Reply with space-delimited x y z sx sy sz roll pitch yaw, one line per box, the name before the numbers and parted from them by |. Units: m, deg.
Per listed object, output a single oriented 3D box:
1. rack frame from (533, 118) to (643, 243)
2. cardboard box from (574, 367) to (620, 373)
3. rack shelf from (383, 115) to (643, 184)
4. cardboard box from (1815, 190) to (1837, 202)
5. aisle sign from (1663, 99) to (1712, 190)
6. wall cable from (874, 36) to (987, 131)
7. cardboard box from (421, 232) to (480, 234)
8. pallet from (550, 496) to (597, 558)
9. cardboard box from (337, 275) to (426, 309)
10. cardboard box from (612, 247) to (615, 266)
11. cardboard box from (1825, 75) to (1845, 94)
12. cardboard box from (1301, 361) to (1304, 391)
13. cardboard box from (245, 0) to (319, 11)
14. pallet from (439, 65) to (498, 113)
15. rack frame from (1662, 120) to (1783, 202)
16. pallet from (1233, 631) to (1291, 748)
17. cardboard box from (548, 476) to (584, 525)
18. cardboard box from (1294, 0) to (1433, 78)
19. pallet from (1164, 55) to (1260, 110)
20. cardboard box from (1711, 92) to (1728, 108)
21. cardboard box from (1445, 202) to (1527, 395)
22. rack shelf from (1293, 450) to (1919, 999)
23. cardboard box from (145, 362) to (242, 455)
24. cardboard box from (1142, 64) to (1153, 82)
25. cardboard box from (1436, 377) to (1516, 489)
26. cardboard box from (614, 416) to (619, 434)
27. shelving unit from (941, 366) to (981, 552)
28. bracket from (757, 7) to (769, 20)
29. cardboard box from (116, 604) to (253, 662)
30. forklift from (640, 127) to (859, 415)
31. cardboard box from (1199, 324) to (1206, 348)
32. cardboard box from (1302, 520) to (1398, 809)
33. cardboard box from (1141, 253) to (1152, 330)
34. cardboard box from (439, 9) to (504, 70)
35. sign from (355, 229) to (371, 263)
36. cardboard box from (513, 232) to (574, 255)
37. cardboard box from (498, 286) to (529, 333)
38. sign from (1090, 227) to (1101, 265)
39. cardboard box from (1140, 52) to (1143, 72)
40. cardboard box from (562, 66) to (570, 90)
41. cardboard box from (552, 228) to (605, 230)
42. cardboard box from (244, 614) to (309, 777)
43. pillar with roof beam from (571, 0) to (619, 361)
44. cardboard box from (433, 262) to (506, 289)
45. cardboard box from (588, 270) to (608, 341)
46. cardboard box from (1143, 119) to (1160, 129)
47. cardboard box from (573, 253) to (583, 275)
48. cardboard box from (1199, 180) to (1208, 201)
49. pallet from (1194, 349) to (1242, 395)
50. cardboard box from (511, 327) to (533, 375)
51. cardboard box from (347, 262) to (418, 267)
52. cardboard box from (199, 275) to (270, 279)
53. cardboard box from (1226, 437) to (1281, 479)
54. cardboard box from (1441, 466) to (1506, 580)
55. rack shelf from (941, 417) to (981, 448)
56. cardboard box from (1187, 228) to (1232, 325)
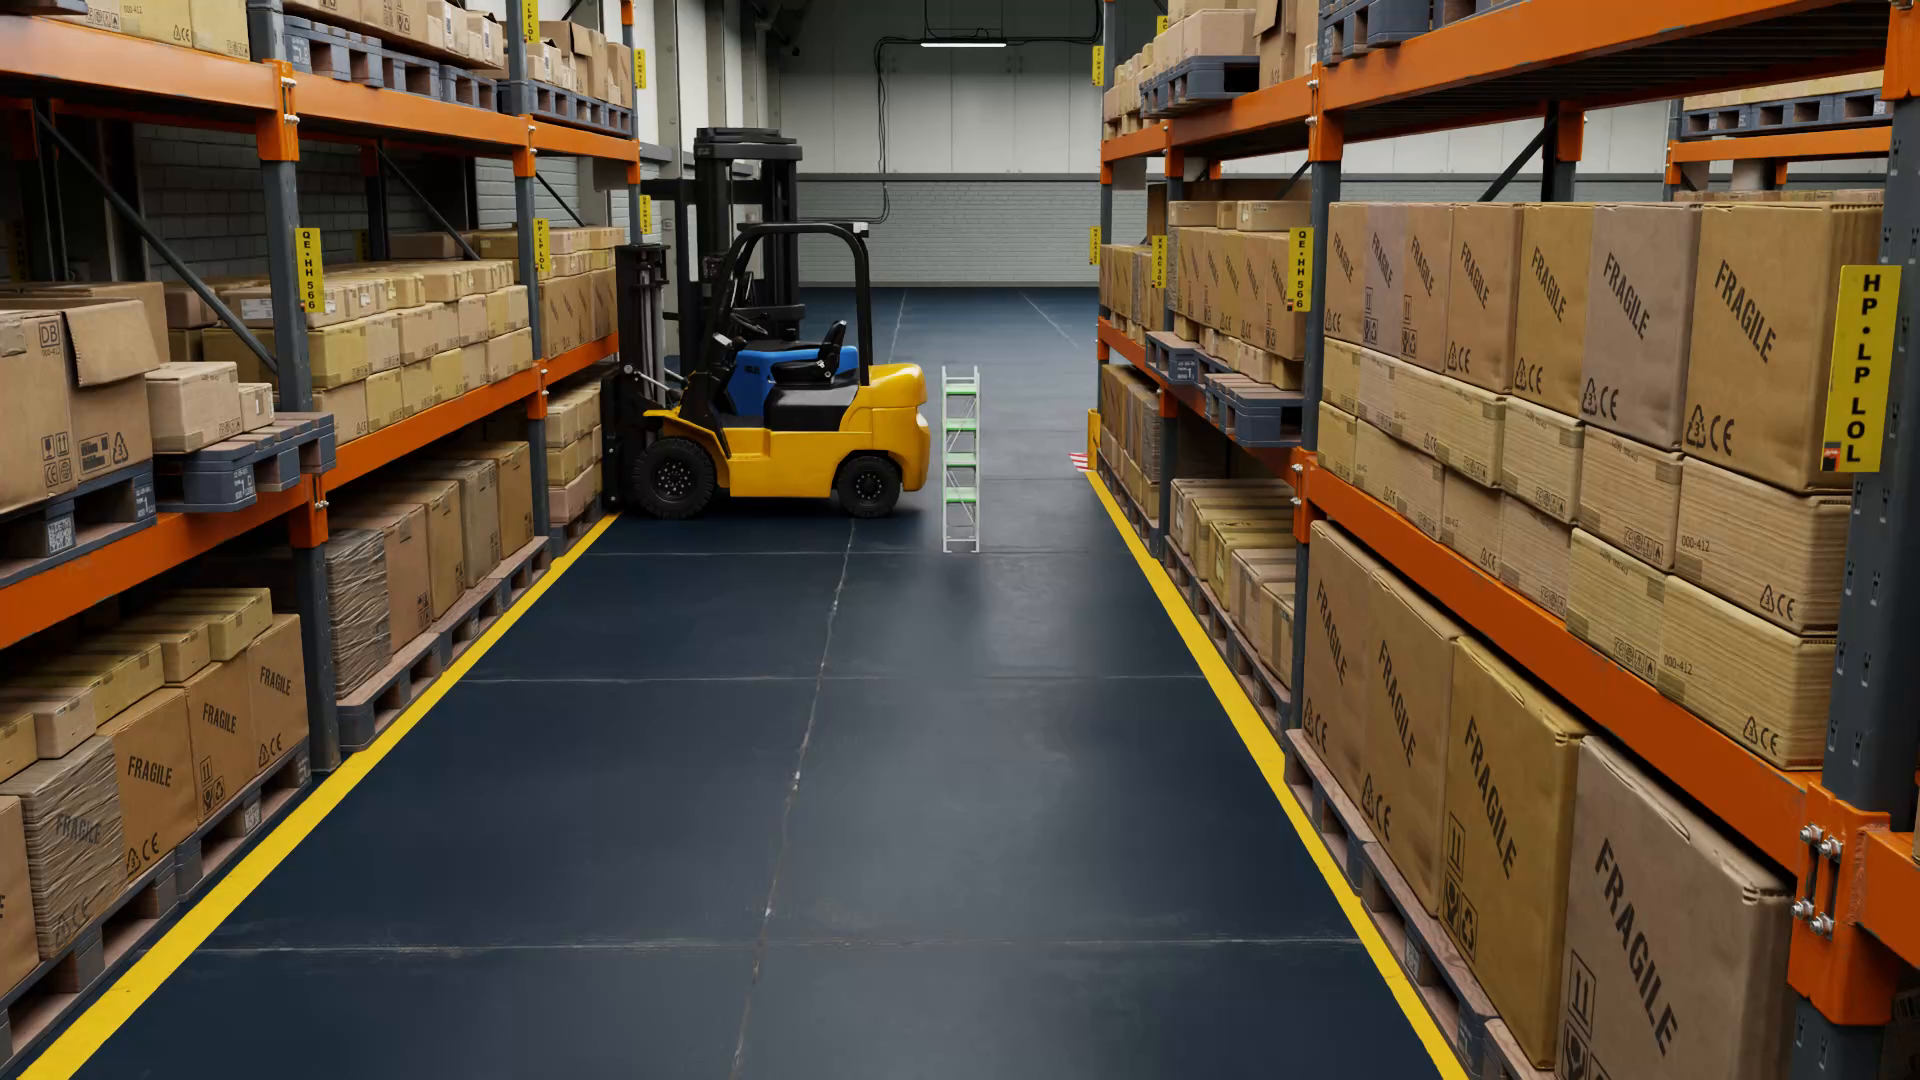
rack frame | -3.243 -2.108 14.406 1.000 3.000 0.127 0 11 -1
cardboard box | -2.905 -1.265 13.593 0.500 0.250 0.500 0 11 0
rack shelf | -3.202 -2.828 12.220 1.077 0.370 4.000 0 11 -1
cardboard box | 6.774 -2.268 12.099 0.875 0.550 0.550 0 11 -1
aisle sign | 6.365 -3.457 14.515 0.394 0.787 0.004 0 11 -1
wall cable | -0.784 -12.425 45.279 3.097 2.526 0.112 0 11 -1
cardboard box | -3.520 -2.040 11.439 0.380 0.149 0.250 0 11 -2
pallet | -3.135 -0.105 11.544 1.003 0.211 1.213 0 11 -1
cardboard box | -2.827 -1.206 8.076 0.380 0.149 0.250 0 11 0
cardboard box | -2.977 -2.305 13.492 0.380 0.149 0.250 0 11 0
cardboard box | 6.400 -3.249 11.811 0.380 0.149 0.250 0 11 0
cardboard box | 1.643 -0.686 6.971 0.380 0.149 0.250 0 11 1
cardboard box | -2.781 -2.199 6.589 0.380 0.166 0.250 0 11 -1
pallet | -3.129 -2.514 9.344 0.805 0.209 1.217 -1 11 -3
rack frame | 6.666 -2.170 14.710 1.000 3.000 0.127 0 11 -1
pallet | 1.870 0.672 7.715 1.003 0.211 1.213 0 11 -1
cardboard box | -2.840 -0.269 11.199 0.500 0.250 0.500 0 11 -1
cardboard box | 1.875 -2.247 7.292 0.700 0.500 0.500 0 11 -1
pallet | 1.733 -2.383 8.688 1.213 0.211 1.003 0 11 -1
cardboard box | 6.363 -3.602 13.547 0.380 0.149 0.250 0 11 -1
cardboard box | 1.673 -0.677 4.587 0.500 0.500 0.500 0 11 0
rack shelf | 1.926 0.211 4.784 1.077 0.370 4.000 0 11 -1
cardboard box | -2.732 -0.442 5.514 0.500 0.250 0.500 -1 11 -4
cardboard box | 1.512 -3.064 11.200 0.500 0.250 0.500 0 11 -2
cardboard box | 1.653 -0.306 4.643 0.500 0.250 0.500 0 11 0
cardboard box | -2.883 -0.814 12.630 0.500 0.250 0.500 0 11 -1
shelving unit | 0.003 -0.555 11.278 0.258 1.200 0.503 0 11 -1
bracket | -4.262 -11.360 35.868 0.235 0.232 0.430 0 11 -1
cardboard box | -2.778 0.335 5.964 0.380 0.149 0.250 -1 11 -4
forklift | -2.222 -2.226 15.161 1.130 2.935 3.031 -10 15 -41
cardboard box | 1.540 -1.149 9.252 0.380 0.149 0.250 0 11 0
cardboard box | 1.816 0.434 6.163 0.875 0.875 0.875 0 11 -2
cardboard box | 1.527 -1.719 11.486 0.500 0.500 0.500 0 11 1
cardboard box | -2.902 -2.851 9.442 0.500 0.311 0.500 -1 11 -3
sign | -3.715 -1.774 10.380 0.100 0.325 0.005 0 11 -1
cardboard box | -2.883 -2.044 11.460 0.380 0.149 0.250 0 11 0
cardboard box | -2.895 -1.388 9.976 0.500 0.250 0.500 0 11 -2
sign | 1.177 -2.551 14.413 0.100 0.325 0.005 0 11 -1
cardboard box | 1.483 -3.392 11.815 0.380 0.149 0.250 0 11 0
cardboard box | -2.882 -3.158 11.361 0.380 0.149 0.250 0 11 1
cardboard box | -3.026 -2.400 13.213 0.380 0.149 0.250 0 11 -1
cardboard box | -2.854 0.585 6.364 0.500 0.500 0.500 0 11 0
pillar with roof beam | 0.050 -6.117 19.075 9.100 9.000 0.400 0 11 -1
cardboard box | -2.908 -1.562 9.830 0.380 0.149 0.250 0 11 -2
cardboard box | -2.937 -1.756 12.416 0.500 0.500 0.500 0 11 -1
cardboard box | 1.484 -2.947 11.629 0.380 0.149 0.250 0 11 0
cardboard box | -2.879 -1.949 11.739 0.380 0.149 0.250 0 11 -2
cardboard box | 2.021 -2.209 11.389 0.700 0.500 0.500 0 11 -1
pallet | 1.803 -0.838 8.630 1.003 0.211 1.213 0 11 -1
cardboard box | -2.889 -1.140 10.013 0.500 0.250 0.500 0 11 0
cardboard box | -3.415 -1.556 9.800 0.380 0.149 0.250 -1 11 -3
cardboard box | -3.439 -1.202 8.056 0.380 0.149 0.250 0 11 -2
cardboard box | 2.060 -0.678 11.332 0.500 0.500 0.500 0 11 2
cardboard box | 1.690 -0.063 4.702 0.500 0.250 0.500 0 11 -1
rack shelf | 0.003 -0.728 11.243 0.258 0.148 0.480 0 11 -1
cardboard box | 1.532 -1.442 9.069 0.500 0.500 0.500 0 11 -1
